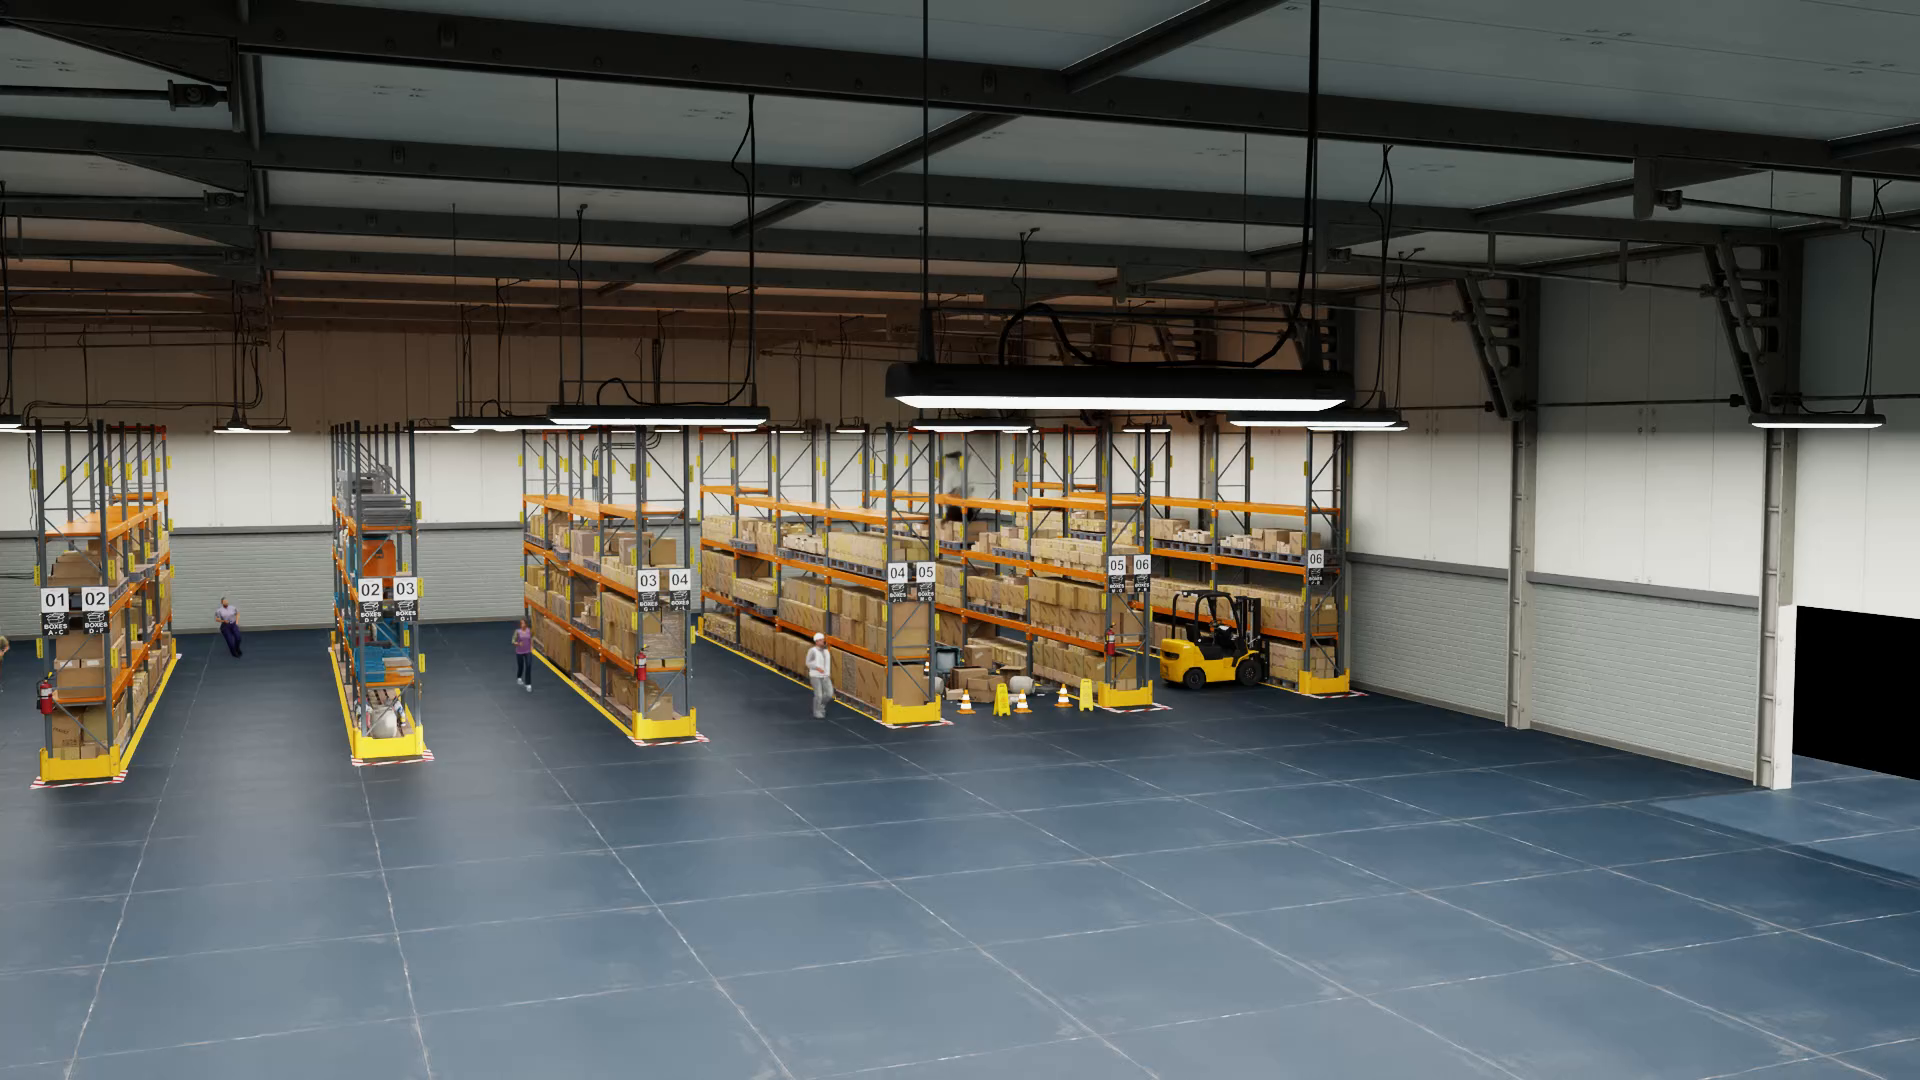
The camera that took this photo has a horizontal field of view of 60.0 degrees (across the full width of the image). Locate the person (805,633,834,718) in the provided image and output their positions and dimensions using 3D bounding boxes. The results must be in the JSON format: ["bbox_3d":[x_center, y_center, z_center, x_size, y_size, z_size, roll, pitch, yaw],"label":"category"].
[{"bbox_3d":[-2.813,2.744,33.653,0.658,1.733,0.579,-3,4,-37],"label":"person"}]

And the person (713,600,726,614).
[{"bbox_3d":[-7.035,1.829,49.208,0.759,1.648,0.660,-1,4,-12],"label":"person"}]

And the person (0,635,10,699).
[{"bbox_3d":[-21.209,2.664,36.519,0.615,1.625,1.003,-2,4,-29],"label":"person"}]

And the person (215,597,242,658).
[{"bbox_3d":[-18.848,2.262,42.874,0.668,1.584,0.499,-3,4,-36],"label":"person"}]

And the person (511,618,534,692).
[{"bbox_3d":[-9.855,2.569,37.525,0.536,1.609,0.875,-2,4,-27],"label":"person"}]
